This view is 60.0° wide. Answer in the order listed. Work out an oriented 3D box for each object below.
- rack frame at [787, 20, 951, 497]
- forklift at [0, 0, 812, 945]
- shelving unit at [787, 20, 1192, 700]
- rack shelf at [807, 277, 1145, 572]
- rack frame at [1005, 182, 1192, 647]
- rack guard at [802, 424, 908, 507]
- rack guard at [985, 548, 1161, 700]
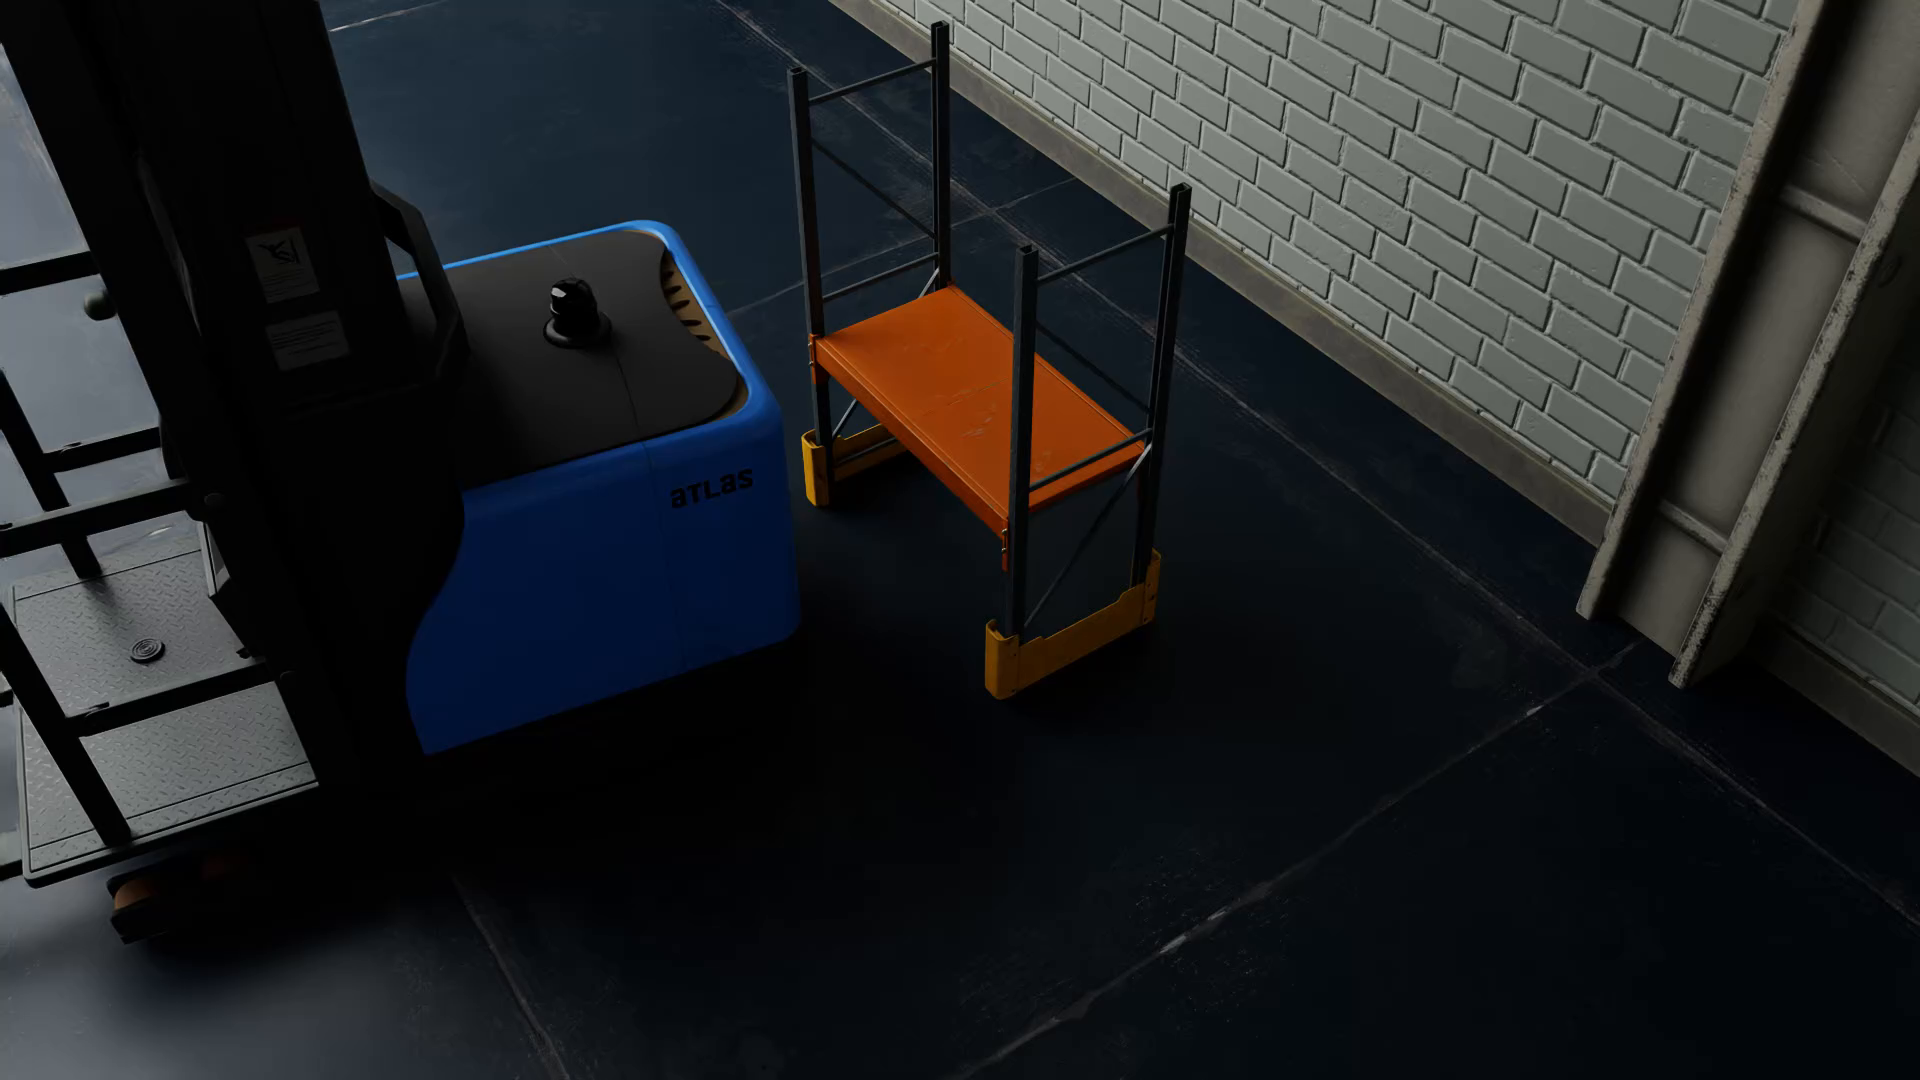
[{"bbox_3d":[-0.242,-0.782,4.983,0.500,1.500,0.032,-26,49,-24],"label":"rack frame"},{"bbox_3d":[-1.983,-0.477,3.627,3.031,2.935,1.130,-17,46,-17],"label":"forklift"},{"bbox_3d":[0.044,-0.499,4.687,0.587,1.500,1.083,-26,49,-24],"label":"shelving unit"},{"bbox_3d":[0.049,-0.364,4.806,0.538,0.185,1.000,-26,49,-24],"label":"rack shelf"},{"bbox_3d":[0.340,-0.206,4.380,0.500,1.500,0.032,-26,49,-24],"label":"rack frame"},{"bbox_3d":[-0.241,-0.329,5.414,0.587,0.250,0.087,-26,49,-24],"label":"rack guard"},{"bbox_3d":[0.329,0.235,4.823,0.587,0.250,0.087,-26,49,-24],"label":"rack guard"}]
